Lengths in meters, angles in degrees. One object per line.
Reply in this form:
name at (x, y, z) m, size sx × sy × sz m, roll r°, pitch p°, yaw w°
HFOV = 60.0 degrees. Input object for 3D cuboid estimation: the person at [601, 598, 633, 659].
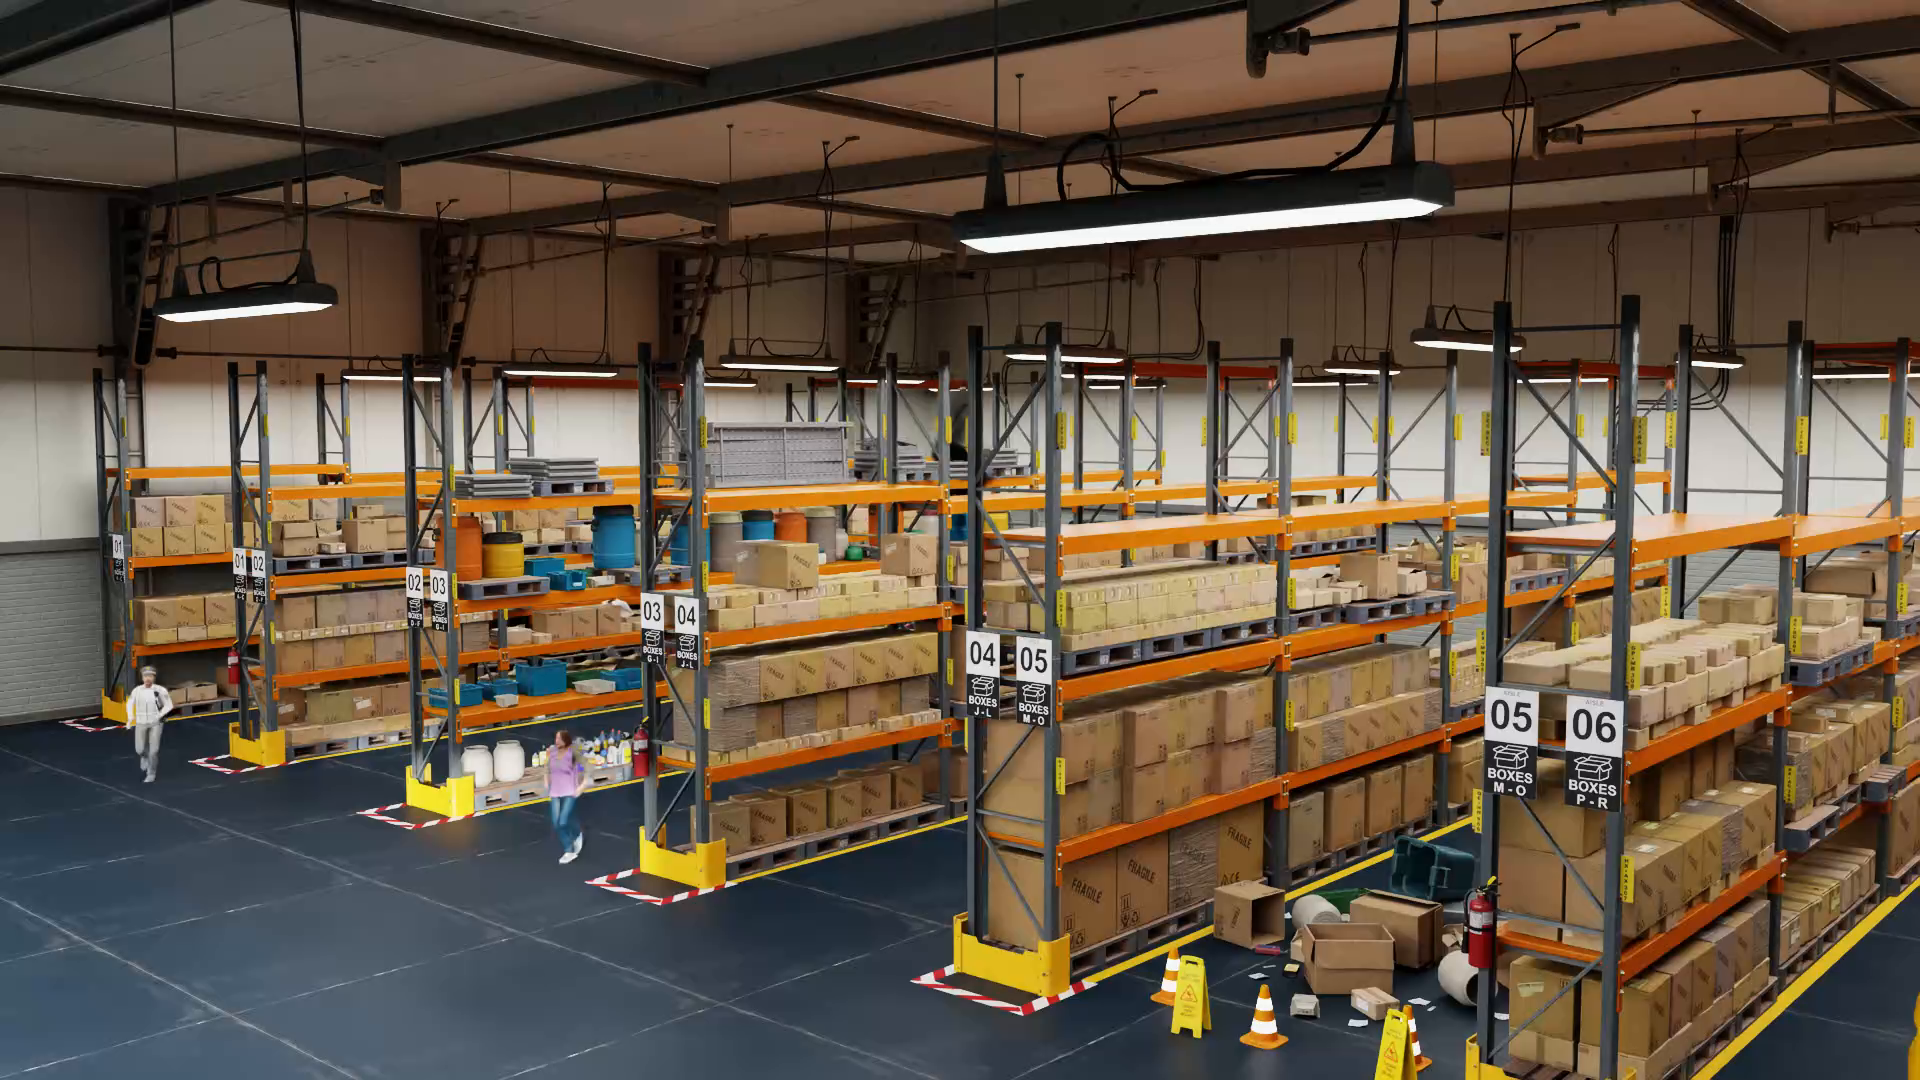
person at (-6.920, 1.903, 32.961) m, size 0.685 × 1.736 × 0.777 m, roll 3°, pitch 5°, yaw 32°

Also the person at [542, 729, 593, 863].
person at (-4.590, 2.968, 19.249) m, size 0.601 × 1.558 × 0.483 m, roll 1°, pitch 4°, yaw 16°

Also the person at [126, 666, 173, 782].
person at (-11.534, 2.611, 23.656) m, size 0.624 × 1.656 × 0.552 m, roll -1°, pitch 4°, yaw -17°
